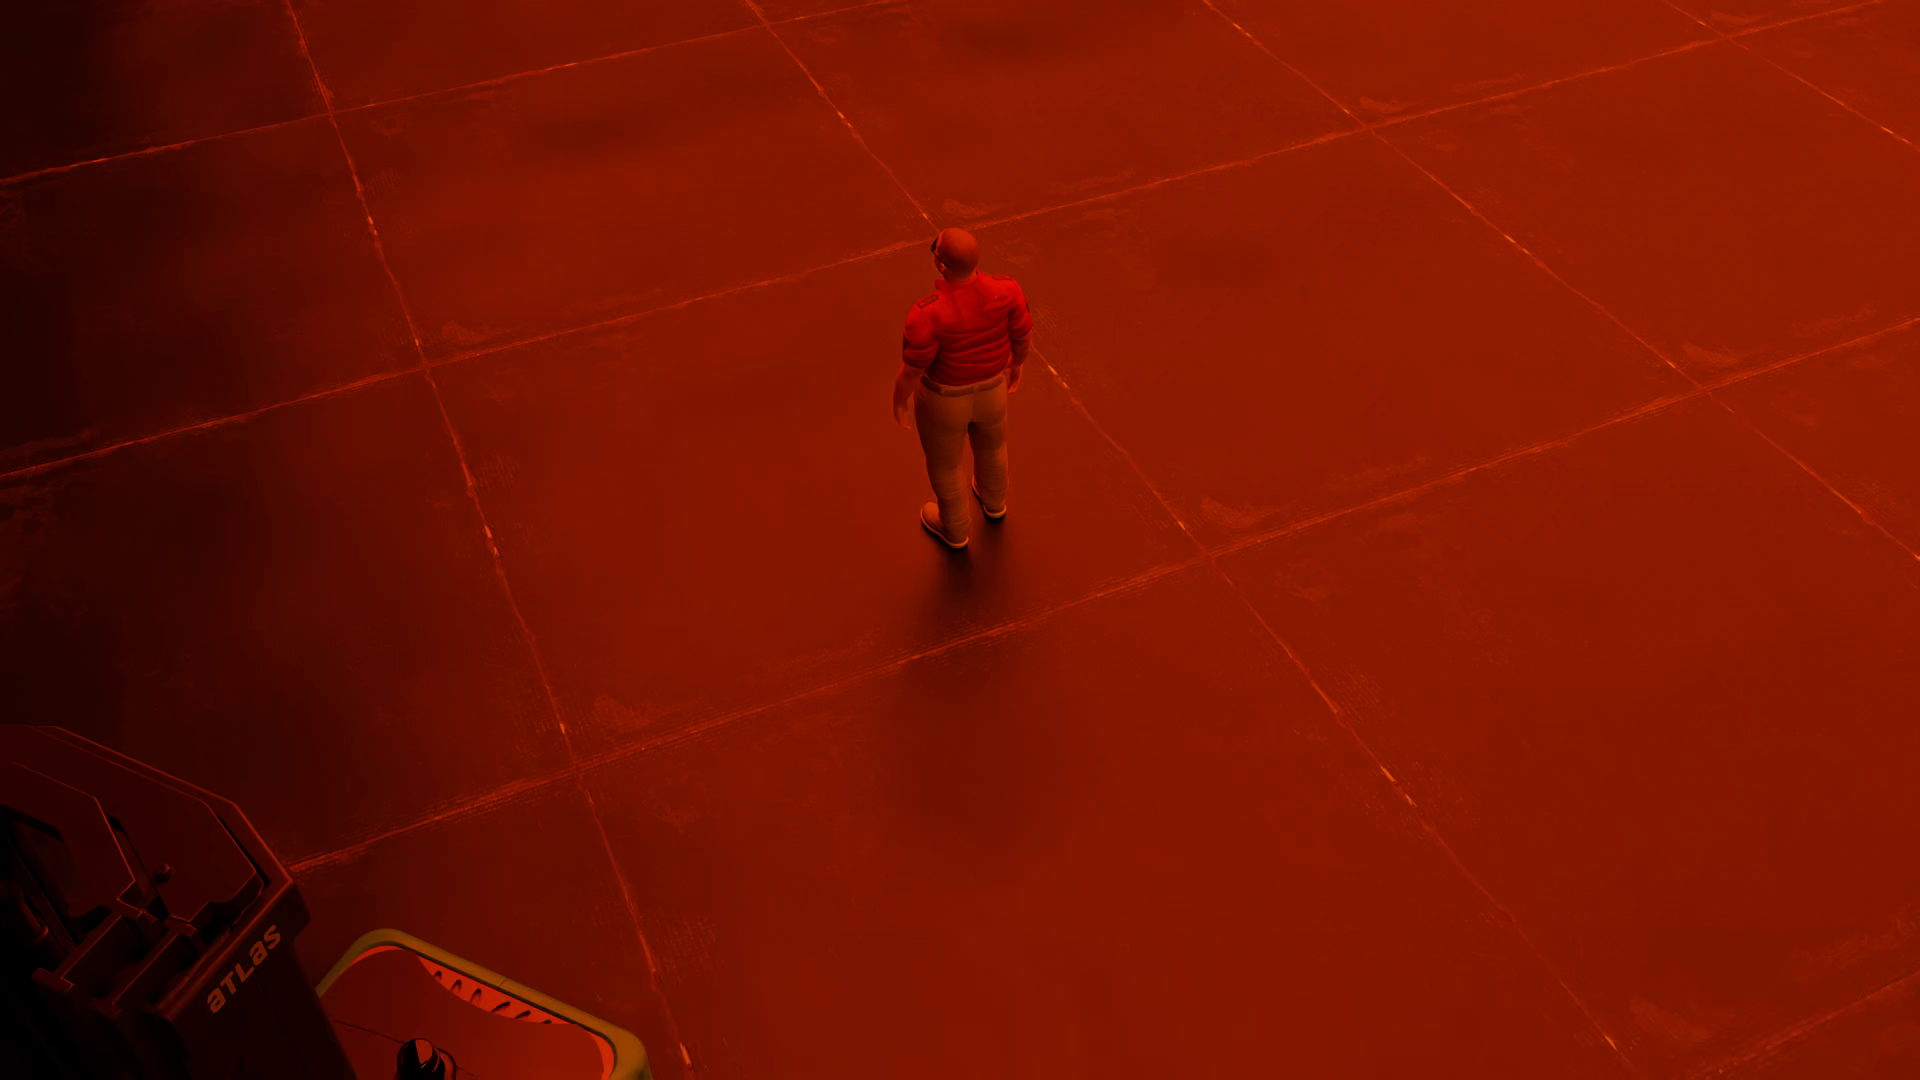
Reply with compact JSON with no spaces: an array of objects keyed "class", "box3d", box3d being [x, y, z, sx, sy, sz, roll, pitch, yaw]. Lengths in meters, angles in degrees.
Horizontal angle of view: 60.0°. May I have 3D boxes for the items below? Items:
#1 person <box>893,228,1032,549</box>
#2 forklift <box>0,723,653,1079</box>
[{"class":"person","box3d":[-0.028,-0.696,7.296,0.641,1.727,0.550,-18,46,-18]},{"class":"forklift","box3d":[-1.950,1.918,3.625,1.130,2.935,3.031,17,46,18]}]
